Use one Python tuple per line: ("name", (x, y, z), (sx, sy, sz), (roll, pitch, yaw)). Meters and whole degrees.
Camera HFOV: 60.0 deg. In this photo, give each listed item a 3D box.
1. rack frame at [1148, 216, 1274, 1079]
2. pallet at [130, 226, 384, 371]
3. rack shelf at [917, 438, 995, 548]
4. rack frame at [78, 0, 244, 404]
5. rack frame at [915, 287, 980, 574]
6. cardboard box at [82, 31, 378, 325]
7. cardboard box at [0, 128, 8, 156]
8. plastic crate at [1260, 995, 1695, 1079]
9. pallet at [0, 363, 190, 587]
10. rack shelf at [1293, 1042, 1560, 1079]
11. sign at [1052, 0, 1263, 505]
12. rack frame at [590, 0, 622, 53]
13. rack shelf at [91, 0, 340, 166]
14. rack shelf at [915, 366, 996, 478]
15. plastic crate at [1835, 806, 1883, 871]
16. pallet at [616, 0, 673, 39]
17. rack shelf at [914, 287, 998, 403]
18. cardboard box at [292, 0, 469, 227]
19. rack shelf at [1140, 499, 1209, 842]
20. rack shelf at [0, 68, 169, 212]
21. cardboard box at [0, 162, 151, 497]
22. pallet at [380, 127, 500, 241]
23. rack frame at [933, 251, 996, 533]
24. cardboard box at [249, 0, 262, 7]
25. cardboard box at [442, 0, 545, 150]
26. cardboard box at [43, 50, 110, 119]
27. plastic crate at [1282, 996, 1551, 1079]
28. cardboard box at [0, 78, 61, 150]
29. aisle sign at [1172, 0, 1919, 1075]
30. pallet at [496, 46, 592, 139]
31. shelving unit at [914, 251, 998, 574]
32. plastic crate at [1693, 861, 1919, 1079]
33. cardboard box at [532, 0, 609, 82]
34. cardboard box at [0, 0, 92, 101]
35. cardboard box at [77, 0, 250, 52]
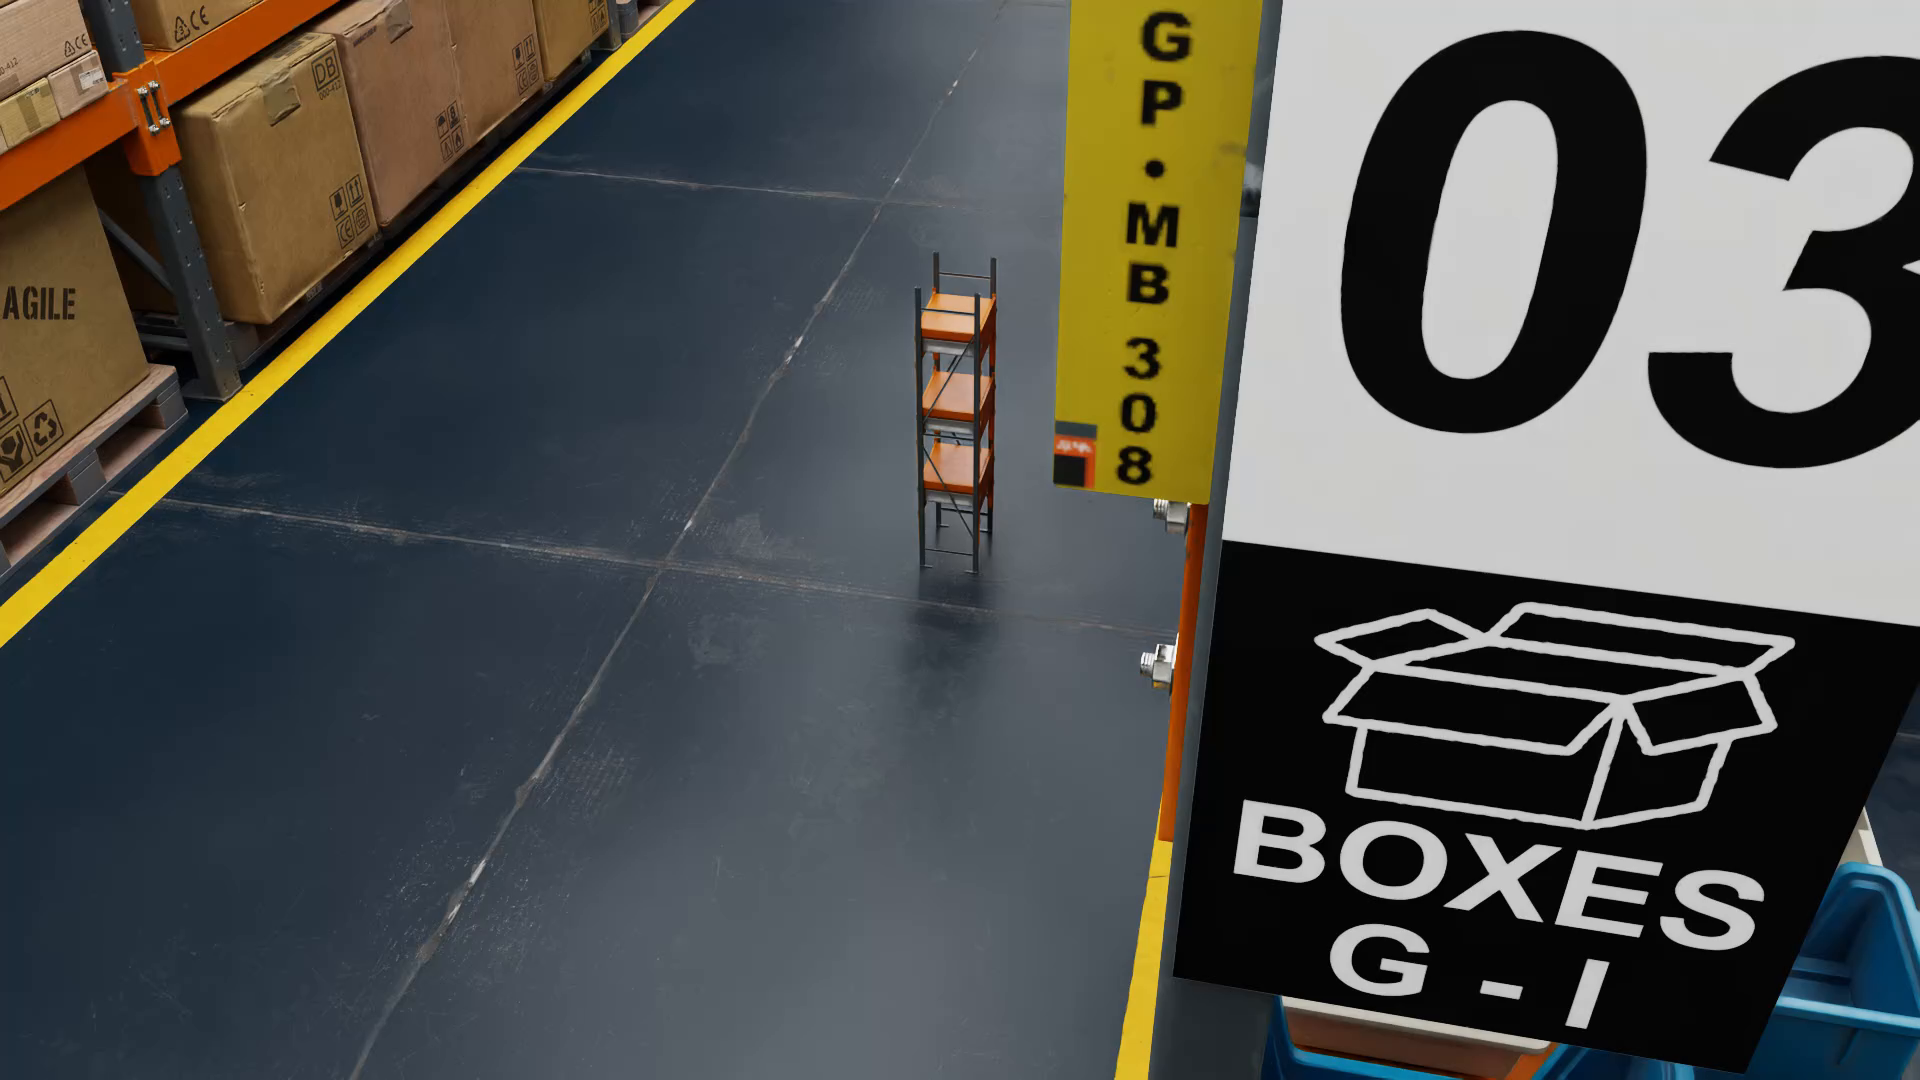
("rack frame", (0.649, 1.071, 1.716), (1.000, 3.000, 0.127), (7, 37, 10))
("pallet", (-3.245, -1.166, 7.178), (1.003, 0.211, 1.213), (7, 37, 10))
("rack shelf", (-0.011, -0.161, 5.569), (0.215, 0.259, 0.240), (7, 37, 10))
("rack frame", (-3.336, -1.843, 5.737), (1.000, 3.000, 0.127), (7, 37, 10))
("rack frame", (-0.037, -0.324, 5.303), (0.200, 1.050, 0.008), (7, 37, 10))
("cardboard box", (-3.219, -1.522, 6.747), (1.225, 0.875, 0.875), (7, 37, 10))
("cardboard box", (-3.191, -1.231, 5.106), (0.380, 0.149, 0.250), (7, 36, 9))
("plastic crate", (0.538, 0.817, 1.985), (0.616, 0.435, 0.499), (7, 37, 10))
("pallet", (-3.575, -0.288, 5.967), (1.003, 0.211, 1.213), (7, 37, 10))
("rack shelf", (1.076, 0.216, 3.509), (1.077, 0.370, 4.000), (7, 37, 10))
("sign", (0.108, -0.161, 0.949), (0.100, 0.325, 0.005), (7, 37, 10))
("rack frame", (-2.481, -4.136, 8.901), (1.000, 3.000, 0.127), (7, 37, 10))
("rack shelf", (-2.909, -2.698, 7.530), (1.077, 0.370, 4.000), (7, 37, 10))
("rack shelf", (-0.011, -0.386, 5.406), (0.215, 0.259, 0.240), (7, 37, 10))
("plastic crate", (1.317, 0.491, 2.690), (0.250, 0.136, 0.298), (7, 37, 10))
("pallet", (-2.313, -3.455, 10.337), (1.003, 0.211, 1.213), (7, 37, 10))
("rack shelf", (-0.011, -0.616, 5.239), (0.215, 0.259, 0.240), (7, 37, 10))
("cardboard box", (-3.029, -2.035, 7.454), (1.225, 0.875, 0.875), (6, 36, 8))
("rack shelf", (1.076, -0.999, 2.629), (1.077, 0.370, 4.000), (7, 37, 10))
("rack shelf", (-3.763, -0.405, 4.366), (1.077, 0.370, 4.000), (7, 37, 10))
("cardboard box", (-3.555, -0.784, 5.729), (0.875, 0.875, 0.875), (7, 37, 10))
("pallet", (-2.986, -1.867, 8.146), (1.003, 0.211, 1.213), (7, 37, 10))
("rack frame", (0.015, -0.464, 5.496), (0.200, 1.050, 0.008), (7, 37, 10))
("cardboard box", (-2.887, -2.404, 6.426), (0.500, 0.500, 0.500), (7, 37, 10))
("cardboard box", (-2.847, -2.543, 8.155), (1.225, 0.875, 0.875), (7, 37, 10))
("cardboard box", (-3.081, -1.525, 5.513), (0.380, 0.149, 0.250), (8, 37, 10))
("plastic crate", (0.646, 0.663, 2.452), (0.396, 0.136, 0.243), (7, 37, 10))
("cardboard box", (-3.136, -1.377, 5.309), (0.380, 0.149, 0.250), (8, 37, 11))
("aisle sign", (0.347, 0.023, 0.947), (0.394, 0.787, 0.004), (7, 37, 10))
("pallet", (-2.723, -2.565, 9.109), (1.003, 0.211, 1.213), (7, 37, 10))
("shelving unit", (-0.011, -0.394, 5.400), (0.215, 1.050, 0.252), (7, 37, 10))
("plastic crate", (1.163, 0.637, 2.407), (0.416, 0.233, 0.300), (7, 37, 10))
("cardboard box", (-2.649, -3.053, 8.859), (1.225, 0.875, 0.875), (6, 36, 8))
("cardboard box", (-3.174, -1.617, 5.299), (0.500, 0.250, 0.500), (7, 36, 9))
("cardboard box", (-2.993, -2.116, 6.028), (0.500, 0.500, 0.500), (7, 37, 10))
